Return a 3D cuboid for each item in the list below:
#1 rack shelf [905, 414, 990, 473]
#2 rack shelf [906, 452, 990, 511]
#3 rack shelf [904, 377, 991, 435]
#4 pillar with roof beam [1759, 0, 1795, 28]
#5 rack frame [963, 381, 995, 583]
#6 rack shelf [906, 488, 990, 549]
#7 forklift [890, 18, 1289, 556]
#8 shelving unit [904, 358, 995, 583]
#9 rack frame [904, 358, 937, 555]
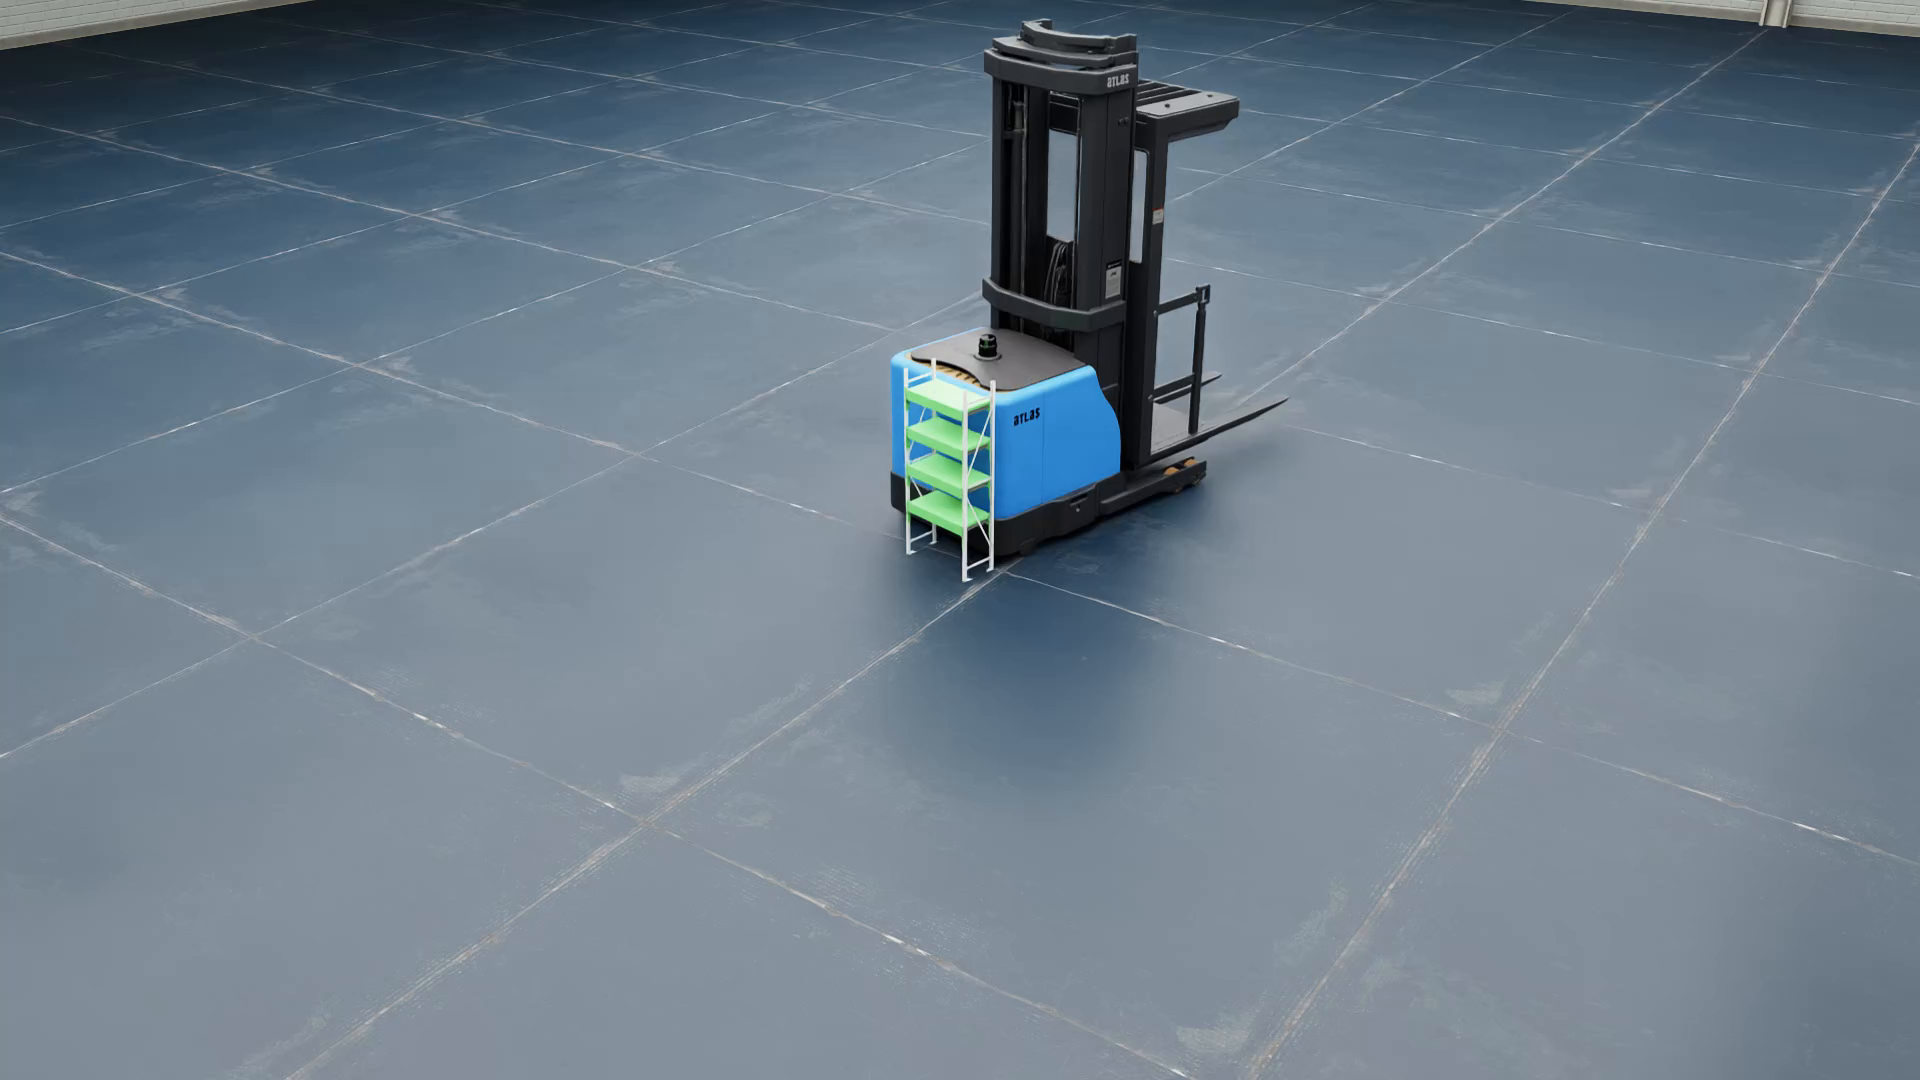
[{"bbox_3d":[-0.063,-0.560,9.640,0.258,0.148,0.480,-24,35,-38],"label":"rack shelf"},{"bbox_3d":[-0.063,-0.346,9.749,0.258,0.148,0.480,-24,35,-38],"label":"rack shelf"},{"bbox_3d":[-0.063,-0.774,9.531,0.258,0.148,0.480,-24,35,-38],"label":"rack shelf"},{"bbox_3d":[10.382,-10.508,20.977,0.400,9.000,9.100,17,32,30],"label":"pillar with roof beam"},{"bbox_3d":[0.107,-0.324,9.564,0.240,1.200,0.015,-24,35,-38],"label":"rack frame"},{"bbox_3d":[-0.063,-0.133,9.858,0.258,0.148,0.480,-24,35,-38],"label":"rack shelf"},{"bbox_3d":[0.988,-1.766,10.488,3.031,2.935,1.130,-23,35,-37],"label":"forklift"},{"bbox_3d":[-0.063,-0.403,9.720,0.258,1.200,0.503,-24,35,-38],"label":"shelving unit"},{"bbox_3d":[-0.233,-0.483,9.876,0.240,1.200,0.015,-24,35,-38],"label":"rack frame"}]
